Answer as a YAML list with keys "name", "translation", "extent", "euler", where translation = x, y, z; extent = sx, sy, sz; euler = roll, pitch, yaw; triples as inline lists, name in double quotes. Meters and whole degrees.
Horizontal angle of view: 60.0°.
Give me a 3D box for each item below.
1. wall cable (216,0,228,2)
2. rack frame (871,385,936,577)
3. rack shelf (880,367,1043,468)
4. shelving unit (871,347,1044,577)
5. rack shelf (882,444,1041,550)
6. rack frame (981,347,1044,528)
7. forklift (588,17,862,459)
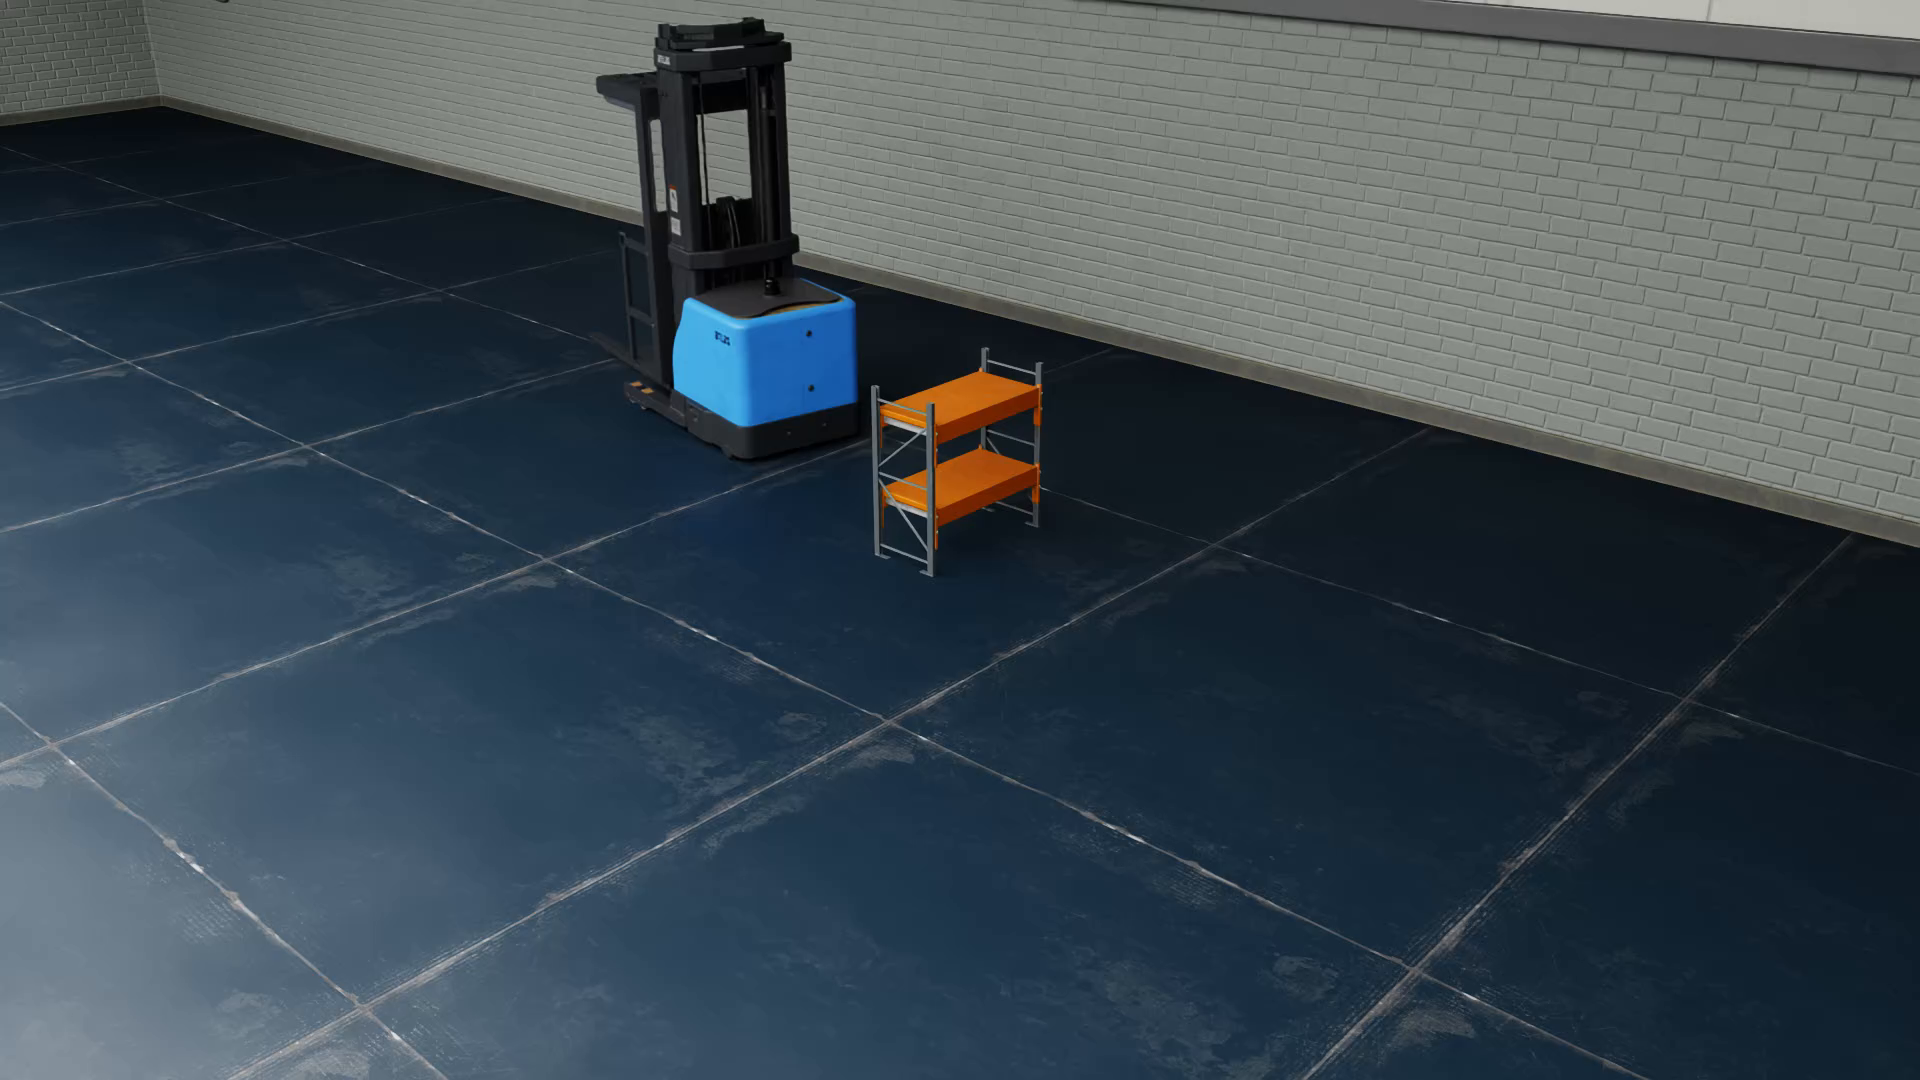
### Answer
- name: "wall cable"
  translation: [-11.295, -9.016, 23.655]
  extent: [3.097, 2.526, 0.112]
  euler: [20, 31, 38]
- name: "rack frame"
  translation: [-0.344, -0.356, 10.170]
  extent: [0.500, 1.125, 0.032]
  euler: [20, 31, 38]
- name: "rack shelf"
  translation: [-0.005, -0.778, 10.396]
  extent: [0.538, 0.278, 1.000]
  euler: [20, 31, 38]
- name: "shelving unit"
  translation: [-0.005, -0.511, 10.515]
  extent: [0.538, 1.125, 1.048]
  euler: [20, 31, 38]
- name: "rack shelf"
  translation: [-0.005, -0.288, 10.615]
  extent: [0.538, 0.278, 1.000]
  euler: [20, 31, 38]
- name: "rack frame"
  translation: [0.335, -0.666, 10.861]
  extent: [0.500, 1.125, 0.032]
  euler: [20, 31, 38]
- name: "forklift"
  translation: [-2.000, -2.461, 12.656]
  extent: [1.130, 2.935, 3.031]
  euler: [-16, 29, -32]
